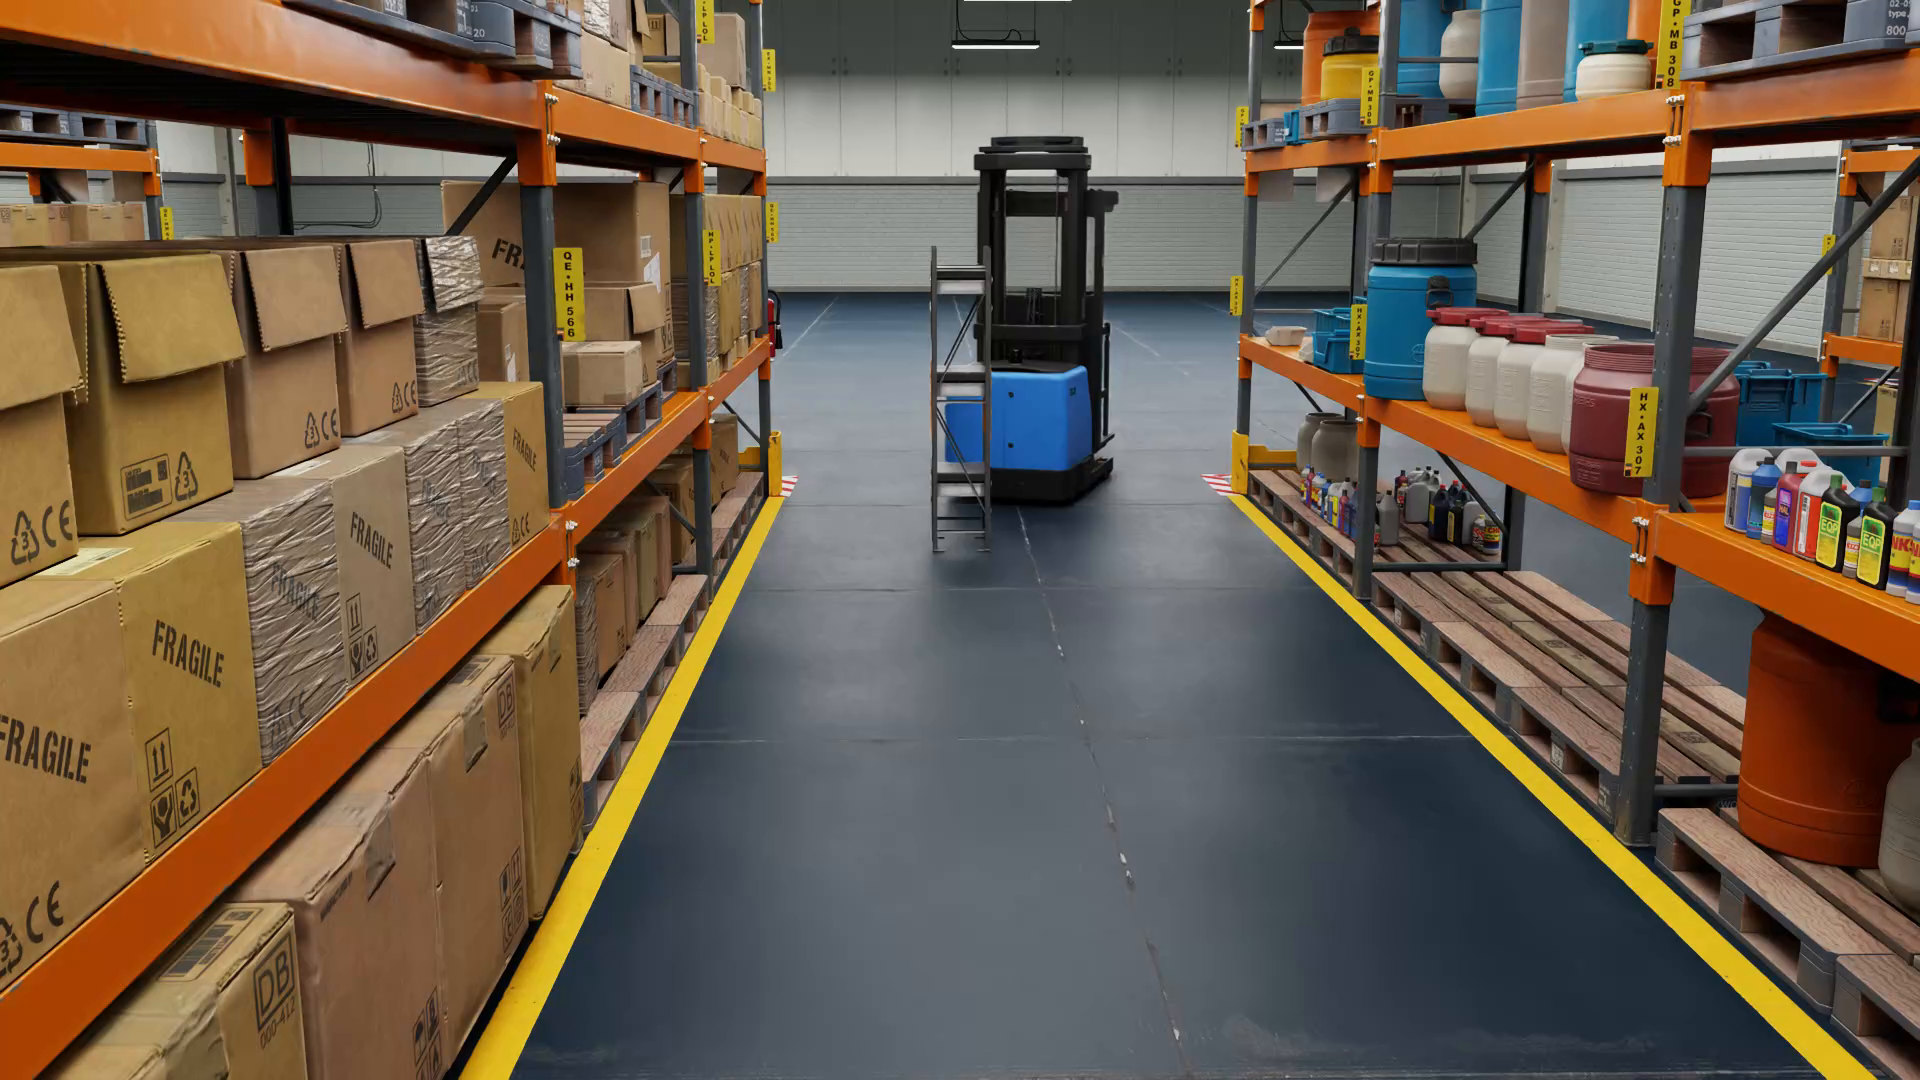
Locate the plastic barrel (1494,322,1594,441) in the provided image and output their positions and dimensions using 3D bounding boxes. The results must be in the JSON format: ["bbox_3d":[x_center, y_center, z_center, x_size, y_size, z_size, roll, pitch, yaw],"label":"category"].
[{"bbox_3d":[2.763,-0.753,7.886,0.433,0.535,0.433,0,11,0],"label":"plastic barrel"}]

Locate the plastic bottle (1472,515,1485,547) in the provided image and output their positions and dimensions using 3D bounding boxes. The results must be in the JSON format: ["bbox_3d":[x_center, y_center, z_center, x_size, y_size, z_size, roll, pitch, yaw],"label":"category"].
[{"bbox_3d":[3.366,-0.059,10.739,0.097,0.201,0.097,0,11,0],"label":"plastic bottle"}]

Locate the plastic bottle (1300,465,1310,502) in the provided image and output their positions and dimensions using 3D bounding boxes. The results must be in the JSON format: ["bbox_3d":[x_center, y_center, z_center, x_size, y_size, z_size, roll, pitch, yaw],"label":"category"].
[{"bbox_3d":[2.581,-0.422,12.348,0.097,0.271,0.097,0,11,0],"label":"plastic bottle"}]

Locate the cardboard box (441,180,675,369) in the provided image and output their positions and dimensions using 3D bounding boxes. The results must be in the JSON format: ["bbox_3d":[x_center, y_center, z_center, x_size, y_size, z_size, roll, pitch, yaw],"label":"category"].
[{"bbox_3d":[-2.137,-1.431,9.001,1.000,1.000,1.000,0,11,-1],"label":"cardboard box"}]

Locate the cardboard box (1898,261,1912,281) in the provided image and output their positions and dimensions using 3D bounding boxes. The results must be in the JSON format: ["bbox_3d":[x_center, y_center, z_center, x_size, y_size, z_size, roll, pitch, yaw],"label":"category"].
[{"bbox_3d":[7.613,-2.110,13.034,0.380,0.149,0.250,0,11,-1],"label":"cardboard box"}]

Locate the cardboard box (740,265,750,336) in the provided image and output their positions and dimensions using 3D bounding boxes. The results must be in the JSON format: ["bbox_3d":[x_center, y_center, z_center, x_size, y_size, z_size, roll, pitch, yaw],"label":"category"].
[{"bbox_3d":[-2.015,-1.771,12.246,0.875,0.500,0.500,0,11,-1],"label":"cardboard box"}]

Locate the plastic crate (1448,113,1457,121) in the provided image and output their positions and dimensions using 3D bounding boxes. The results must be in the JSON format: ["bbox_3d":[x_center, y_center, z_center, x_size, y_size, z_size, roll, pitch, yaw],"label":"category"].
[{"bbox_3d":[3.178,-2.791,11.258,0.336,0.188,0.450,0,11,-1],"label":"plastic crate"}]

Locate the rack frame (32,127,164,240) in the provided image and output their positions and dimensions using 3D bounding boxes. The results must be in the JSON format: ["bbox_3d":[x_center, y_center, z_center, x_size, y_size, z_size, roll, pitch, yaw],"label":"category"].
[{"bbox_3d":[-7.058,-1.884,13.802,1.000,3.000,0.127,0,11,-1],"label":"rack frame"}]

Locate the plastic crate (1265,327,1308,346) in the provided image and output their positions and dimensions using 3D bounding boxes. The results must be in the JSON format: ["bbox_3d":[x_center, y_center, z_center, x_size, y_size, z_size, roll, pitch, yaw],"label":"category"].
[{"bbox_3d":[2.552,-1.596,13.046,0.298,0.136,0.250,0,11,-1],"label":"plastic crate"}]

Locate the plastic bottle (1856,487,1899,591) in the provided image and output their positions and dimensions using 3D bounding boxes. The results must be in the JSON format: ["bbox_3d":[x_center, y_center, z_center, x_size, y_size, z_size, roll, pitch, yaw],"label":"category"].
[{"bbox_3d":[2.678,-0.005,4.834,0.061,0.283,0.133,0,11,-1],"label":"plastic bottle"}]

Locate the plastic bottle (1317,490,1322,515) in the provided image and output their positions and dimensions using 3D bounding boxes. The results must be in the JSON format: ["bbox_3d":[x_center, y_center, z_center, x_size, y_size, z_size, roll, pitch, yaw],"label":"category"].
[{"bbox_3d":[2.593,-0.280,11.824,0.097,0.201,0.097,0,11,0],"label":"plastic bottle"}]

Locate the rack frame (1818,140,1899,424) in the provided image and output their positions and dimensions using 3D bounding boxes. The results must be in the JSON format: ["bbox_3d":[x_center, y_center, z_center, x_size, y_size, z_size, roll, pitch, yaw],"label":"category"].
[{"bbox_3d":[7.808,-1.924,14.000,1.000,3.000,0.127,0,11,-1],"label":"rack frame"}]

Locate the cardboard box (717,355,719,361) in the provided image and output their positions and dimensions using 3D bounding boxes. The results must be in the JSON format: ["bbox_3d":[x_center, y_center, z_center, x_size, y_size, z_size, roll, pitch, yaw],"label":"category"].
[{"bbox_3d":[-1.743,-1.109,10.615,0.380,0.149,0.250,0,11,-1],"label":"cardboard box"}]

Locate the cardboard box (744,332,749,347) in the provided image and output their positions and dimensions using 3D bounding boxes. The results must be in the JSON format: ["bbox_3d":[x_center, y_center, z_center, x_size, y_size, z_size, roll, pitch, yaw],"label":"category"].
[{"bbox_3d":[-1.833,-1.556,12.819,0.380,0.149,0.250,0,11,-1],"label":"cardboard box"}]

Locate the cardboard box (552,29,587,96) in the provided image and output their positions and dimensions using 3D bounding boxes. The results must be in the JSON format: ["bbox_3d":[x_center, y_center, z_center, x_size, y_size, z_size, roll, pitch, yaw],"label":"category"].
[{"bbox_3d":[-1.686,-1.785,6.147,0.500,0.250,0.500,0,11,0],"label":"cardboard box"}]

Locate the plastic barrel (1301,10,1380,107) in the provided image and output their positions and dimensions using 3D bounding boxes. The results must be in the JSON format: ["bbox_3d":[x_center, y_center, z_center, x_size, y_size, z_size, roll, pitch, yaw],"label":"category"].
[{"bbox_3d":[2.992,-3.695,13.047,0.600,0.830,0.708,0,11,-1],"label":"plastic barrel"}]

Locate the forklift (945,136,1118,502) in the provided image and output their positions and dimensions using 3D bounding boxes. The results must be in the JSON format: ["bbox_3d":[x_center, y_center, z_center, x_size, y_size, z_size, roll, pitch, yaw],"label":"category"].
[{"bbox_3d":[0.751,-1.993,14.510,1.130,2.935,3.031,3,12,15],"label":"forklift"}]

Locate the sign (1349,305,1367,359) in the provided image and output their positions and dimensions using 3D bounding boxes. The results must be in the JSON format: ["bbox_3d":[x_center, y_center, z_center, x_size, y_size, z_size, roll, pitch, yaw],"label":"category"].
[{"bbox_3d":[2.388,-1.245,9.956,0.100,0.325,0.005,0,11,-1],"label":"sign"}]

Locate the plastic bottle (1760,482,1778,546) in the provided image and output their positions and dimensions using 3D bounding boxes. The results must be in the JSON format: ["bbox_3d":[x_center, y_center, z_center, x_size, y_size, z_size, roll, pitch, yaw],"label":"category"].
[{"bbox_3d":[2.684,-0.087,5.444,0.097,0.201,0.097,0,11,0],"label":"plastic bottle"}]

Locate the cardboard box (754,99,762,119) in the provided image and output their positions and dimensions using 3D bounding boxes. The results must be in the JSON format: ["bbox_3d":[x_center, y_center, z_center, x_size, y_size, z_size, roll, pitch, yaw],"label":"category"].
[{"bbox_3d":[-1.779,-3.422,13.214,0.380,0.149,0.250,0,11,-1],"label":"cardboard box"}]

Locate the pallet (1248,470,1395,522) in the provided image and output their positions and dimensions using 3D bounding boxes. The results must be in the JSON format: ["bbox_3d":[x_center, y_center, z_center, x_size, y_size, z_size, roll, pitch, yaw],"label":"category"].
[{"bbox_3d":[2.915,-0.362,13.311,1.003,0.211,1.213,0,11,-1],"label":"pallet"}]

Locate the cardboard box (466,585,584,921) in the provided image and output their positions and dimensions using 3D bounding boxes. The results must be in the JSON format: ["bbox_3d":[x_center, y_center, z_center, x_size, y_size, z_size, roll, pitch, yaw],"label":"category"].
[{"bbox_3d":[-1.938,0.679,5.457,1.225,0.875,0.875,-1,11,-4],"label":"cardboard box"}]

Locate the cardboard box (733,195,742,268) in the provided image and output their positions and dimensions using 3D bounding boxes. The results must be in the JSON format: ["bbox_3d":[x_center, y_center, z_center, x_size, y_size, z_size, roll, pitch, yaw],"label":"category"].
[{"bbox_3d":[-1.812,-2.163,11.660,0.500,0.500,0.500,0,11,-1],"label":"cardboard box"}]

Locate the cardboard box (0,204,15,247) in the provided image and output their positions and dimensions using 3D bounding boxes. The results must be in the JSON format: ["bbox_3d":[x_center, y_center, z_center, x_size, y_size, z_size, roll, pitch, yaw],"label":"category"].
[{"bbox_3d":[-6.949,-1.982,11.191,0.875,0.550,0.550,0,11,-1],"label":"cardboard box"}]

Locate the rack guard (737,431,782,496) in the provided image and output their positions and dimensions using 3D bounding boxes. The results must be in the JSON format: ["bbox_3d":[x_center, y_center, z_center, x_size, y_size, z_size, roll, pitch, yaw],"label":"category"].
[{"bbox_3d":[-2.095,-0.644,13.977,1.175,0.500,0.348,0,11,-1],"label":"rack guard"}]

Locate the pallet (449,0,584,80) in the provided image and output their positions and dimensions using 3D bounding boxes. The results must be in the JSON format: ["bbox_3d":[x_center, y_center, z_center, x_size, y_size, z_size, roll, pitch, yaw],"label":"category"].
[{"bbox_3d":[-1.865,-1.544,5.055,1.213,0.211,1.003,0,11,1],"label":"pallet"}]

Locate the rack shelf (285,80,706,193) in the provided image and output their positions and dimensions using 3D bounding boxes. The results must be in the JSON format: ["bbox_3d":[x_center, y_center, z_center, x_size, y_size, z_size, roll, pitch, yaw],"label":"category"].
[{"bbox_3d":[-1.973,-1.809,7.697,1.077,0.370,4.000,0,11,-1],"label":"rack shelf"}]

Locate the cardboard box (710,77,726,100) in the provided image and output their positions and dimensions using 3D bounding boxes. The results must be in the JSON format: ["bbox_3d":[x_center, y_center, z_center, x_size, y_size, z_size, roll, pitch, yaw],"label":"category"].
[{"bbox_3d":[-1.737,-2.956,10.913,0.380,0.149,0.250,0,11,-2],"label":"cardboard box"}]

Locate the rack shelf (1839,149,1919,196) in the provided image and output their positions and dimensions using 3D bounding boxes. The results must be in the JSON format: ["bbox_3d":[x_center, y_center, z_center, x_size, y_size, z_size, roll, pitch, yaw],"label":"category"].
[{"bbox_3d":[7.849,-2.644,11.814,1.077,0.370,4.000,0,11,-1],"label":"rack shelf"}]

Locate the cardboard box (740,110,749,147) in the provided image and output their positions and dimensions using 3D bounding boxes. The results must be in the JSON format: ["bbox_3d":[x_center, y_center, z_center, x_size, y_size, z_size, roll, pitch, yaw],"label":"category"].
[{"bbox_3d":[-1.817,-2.985,12.061,0.500,0.250,0.500,0,11,0],"label":"cardboard box"}]

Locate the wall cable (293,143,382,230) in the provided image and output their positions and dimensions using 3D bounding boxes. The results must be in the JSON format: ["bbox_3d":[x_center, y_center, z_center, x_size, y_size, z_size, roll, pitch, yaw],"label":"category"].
[{"bbox_3d":[-17.212,-9.653,44.818,3.097,2.526,0.112,0,11,-1],"label":"wall cable"}]

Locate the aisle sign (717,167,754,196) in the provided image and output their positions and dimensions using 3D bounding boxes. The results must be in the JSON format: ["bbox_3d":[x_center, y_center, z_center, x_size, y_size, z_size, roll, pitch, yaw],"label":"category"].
[{"bbox_3d":[-1.798,-3.172,13.611,0.394,0.787,0.004,0,11,-1],"label":"aisle sign"}]

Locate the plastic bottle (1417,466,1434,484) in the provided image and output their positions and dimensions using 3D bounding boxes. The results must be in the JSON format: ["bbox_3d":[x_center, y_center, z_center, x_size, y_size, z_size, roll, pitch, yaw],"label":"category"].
[{"bbox_3d":[3.320,-0.348,11.787,0.144,0.351,0.185,0,11,1],"label":"plastic bottle"}]

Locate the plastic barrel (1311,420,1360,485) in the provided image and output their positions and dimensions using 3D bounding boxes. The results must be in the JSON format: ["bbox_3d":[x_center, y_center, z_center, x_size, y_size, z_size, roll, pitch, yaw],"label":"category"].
[{"bbox_3d":[2.956,-0.661,12.974,0.421,0.512,0.421,0,11,0],"label":"plastic barrel"}]

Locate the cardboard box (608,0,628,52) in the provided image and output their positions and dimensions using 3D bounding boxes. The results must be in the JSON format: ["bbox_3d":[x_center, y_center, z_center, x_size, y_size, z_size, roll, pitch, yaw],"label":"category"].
[{"bbox_3d":[-1.708,-2.353,7.062,0.500,0.500,0.500,-1,11,-3],"label":"cardboard box"}]

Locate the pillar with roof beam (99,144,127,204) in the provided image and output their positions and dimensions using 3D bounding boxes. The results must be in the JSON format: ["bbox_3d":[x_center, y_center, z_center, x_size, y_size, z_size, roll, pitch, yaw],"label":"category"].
[{"bbox_3d":[-14.045,-9.409,35.804,9.100,9.000,0.548,0,11,-1],"label":"pillar with roof beam"}]

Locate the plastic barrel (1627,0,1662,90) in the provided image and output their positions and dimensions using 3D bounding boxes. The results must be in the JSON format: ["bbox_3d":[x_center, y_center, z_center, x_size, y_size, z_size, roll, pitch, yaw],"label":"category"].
[{"bbox_3d":[3.207,-2.289,7.174,0.600,0.830,0.708,0,11,-1],"label":"plastic barrel"}]

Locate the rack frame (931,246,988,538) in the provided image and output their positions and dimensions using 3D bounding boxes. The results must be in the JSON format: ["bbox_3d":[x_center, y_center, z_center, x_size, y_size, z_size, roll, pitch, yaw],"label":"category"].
[{"bbox_3d":[-0.002,-1.045,11.927,0.400,2.100,0.015,0,11,-1],"label":"rack frame"}]

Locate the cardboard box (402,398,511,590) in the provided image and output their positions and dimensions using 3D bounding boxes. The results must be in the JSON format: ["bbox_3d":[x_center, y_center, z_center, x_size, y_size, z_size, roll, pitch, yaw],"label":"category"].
[{"bbox_3d":[-1.669,-0.147,4.987,0.500,0.500,0.500,0,11,-2],"label":"cardboard box"}]

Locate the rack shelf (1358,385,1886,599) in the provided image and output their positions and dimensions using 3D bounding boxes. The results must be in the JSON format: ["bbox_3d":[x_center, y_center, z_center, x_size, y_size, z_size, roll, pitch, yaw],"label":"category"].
[{"bbox_3d":[2.979,-0.359,8.096,1.077,0.370,4.000,0,11,-1],"label":"rack shelf"}]

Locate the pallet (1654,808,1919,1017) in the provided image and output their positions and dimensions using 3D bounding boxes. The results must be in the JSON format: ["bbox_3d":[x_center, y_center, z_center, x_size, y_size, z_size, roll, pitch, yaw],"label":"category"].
[{"bbox_3d":[3.079,1.209,5.570,1.003,0.211,1.213,0,11,-1],"label":"pallet"}]

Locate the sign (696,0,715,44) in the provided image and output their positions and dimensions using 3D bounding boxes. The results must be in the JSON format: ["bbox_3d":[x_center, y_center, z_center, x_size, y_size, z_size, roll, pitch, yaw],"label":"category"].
[{"bbox_3d":[-1.459,-3.009,9.510,0.100,0.325,0.005,0,11,-1],"label":"sign"}]

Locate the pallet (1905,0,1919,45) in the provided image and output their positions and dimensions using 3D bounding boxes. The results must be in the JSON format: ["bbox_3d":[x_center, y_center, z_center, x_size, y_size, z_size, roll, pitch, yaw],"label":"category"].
[{"bbox_3d":[2.963,-1.278,3.743,1.003,0.211,1.213,0,11,-1],"label":"pallet"}]

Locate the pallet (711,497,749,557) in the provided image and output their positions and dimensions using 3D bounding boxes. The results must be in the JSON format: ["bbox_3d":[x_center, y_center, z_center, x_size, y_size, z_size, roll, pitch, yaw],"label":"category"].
[{"bbox_3d":[-2.091,-0.099,12.017,1.003,0.211,1.213,0,11,-1],"label":"pallet"}]

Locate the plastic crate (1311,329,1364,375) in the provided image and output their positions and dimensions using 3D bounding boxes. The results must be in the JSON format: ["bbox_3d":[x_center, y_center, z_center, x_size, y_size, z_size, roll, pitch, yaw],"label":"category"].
[{"bbox_3d":[2.644,-1.256,11.078,0.499,0.251,0.616,0,11,-1],"label":"plastic crate"}]

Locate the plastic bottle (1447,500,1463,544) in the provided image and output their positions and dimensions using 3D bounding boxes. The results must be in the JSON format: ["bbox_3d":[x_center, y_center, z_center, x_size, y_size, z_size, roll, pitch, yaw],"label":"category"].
[{"bbox_3d":[3.229,-0.123,10.845,0.061,0.283,0.133,0,11,-1],"label":"plastic bottle"}]

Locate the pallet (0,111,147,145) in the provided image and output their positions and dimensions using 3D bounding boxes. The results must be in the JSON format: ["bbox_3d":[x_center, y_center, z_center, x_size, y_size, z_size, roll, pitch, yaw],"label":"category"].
[{"bbox_3d":[-7.032,-3.163,12.785,1.003,0.211,1.213,0,11,-1],"label":"pallet"}]

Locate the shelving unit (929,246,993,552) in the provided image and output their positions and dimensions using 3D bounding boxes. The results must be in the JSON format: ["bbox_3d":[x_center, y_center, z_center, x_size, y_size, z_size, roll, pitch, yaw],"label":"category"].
[{"bbox_3d":[0.003,-0.996,11.688,0.431,2.100,0.503,0,11,-1],"label":"shelving unit"}]

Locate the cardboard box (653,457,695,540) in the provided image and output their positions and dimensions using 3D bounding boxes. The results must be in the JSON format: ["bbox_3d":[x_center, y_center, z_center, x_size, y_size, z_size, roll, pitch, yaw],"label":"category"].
[{"bbox_3d":[-2.002,-0.263,11.044,0.500,0.500,0.500,4,12,17],"label":"cardboard box"}]

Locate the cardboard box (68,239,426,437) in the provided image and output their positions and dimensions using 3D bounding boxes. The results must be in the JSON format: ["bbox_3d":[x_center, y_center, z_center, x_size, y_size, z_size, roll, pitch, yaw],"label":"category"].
[{"bbox_3d":[-1.922,-0.560,4.499,0.797,0.503,0.637,0,11,0],"label":"cardboard box"}]

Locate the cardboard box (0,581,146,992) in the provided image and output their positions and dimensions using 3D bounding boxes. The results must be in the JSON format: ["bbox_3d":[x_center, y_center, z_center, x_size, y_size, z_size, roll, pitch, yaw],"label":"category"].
[{"bbox_3d":[-1.608,0.360,2.491,0.500,0.500,0.500,0,11,-1],"label":"cardboard box"}]

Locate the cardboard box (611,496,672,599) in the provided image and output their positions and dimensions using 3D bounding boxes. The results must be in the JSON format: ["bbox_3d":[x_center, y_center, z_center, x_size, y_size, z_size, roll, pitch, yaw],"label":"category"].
[{"bbox_3d":[-2.023,0.042,9.486,0.700,0.500,0.500,-1,12,-6],"label":"cardboard box"}]

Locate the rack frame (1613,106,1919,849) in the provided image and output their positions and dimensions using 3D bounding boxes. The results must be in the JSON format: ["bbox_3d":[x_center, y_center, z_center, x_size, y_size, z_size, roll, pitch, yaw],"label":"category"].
[{"bbox_3d":[3.021,-0.314,6.065,1.000,3.000,0.127,0,11,-1],"label":"rack frame"}]

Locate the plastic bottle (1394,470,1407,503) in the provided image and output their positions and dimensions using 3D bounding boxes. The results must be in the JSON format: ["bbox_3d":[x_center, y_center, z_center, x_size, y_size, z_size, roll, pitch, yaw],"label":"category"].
[{"bbox_3d":[3.203,-0.375,12.089,0.061,0.283,0.133,0,11,-1],"label":"plastic bottle"}]

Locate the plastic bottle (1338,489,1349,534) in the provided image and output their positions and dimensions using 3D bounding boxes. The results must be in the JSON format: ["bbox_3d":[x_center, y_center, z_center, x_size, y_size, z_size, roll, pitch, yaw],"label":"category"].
[{"bbox_3d":[2.588,-0.191,11.182,0.061,0.283,0.133,1,11,3],"label":"plastic bottle"}]
